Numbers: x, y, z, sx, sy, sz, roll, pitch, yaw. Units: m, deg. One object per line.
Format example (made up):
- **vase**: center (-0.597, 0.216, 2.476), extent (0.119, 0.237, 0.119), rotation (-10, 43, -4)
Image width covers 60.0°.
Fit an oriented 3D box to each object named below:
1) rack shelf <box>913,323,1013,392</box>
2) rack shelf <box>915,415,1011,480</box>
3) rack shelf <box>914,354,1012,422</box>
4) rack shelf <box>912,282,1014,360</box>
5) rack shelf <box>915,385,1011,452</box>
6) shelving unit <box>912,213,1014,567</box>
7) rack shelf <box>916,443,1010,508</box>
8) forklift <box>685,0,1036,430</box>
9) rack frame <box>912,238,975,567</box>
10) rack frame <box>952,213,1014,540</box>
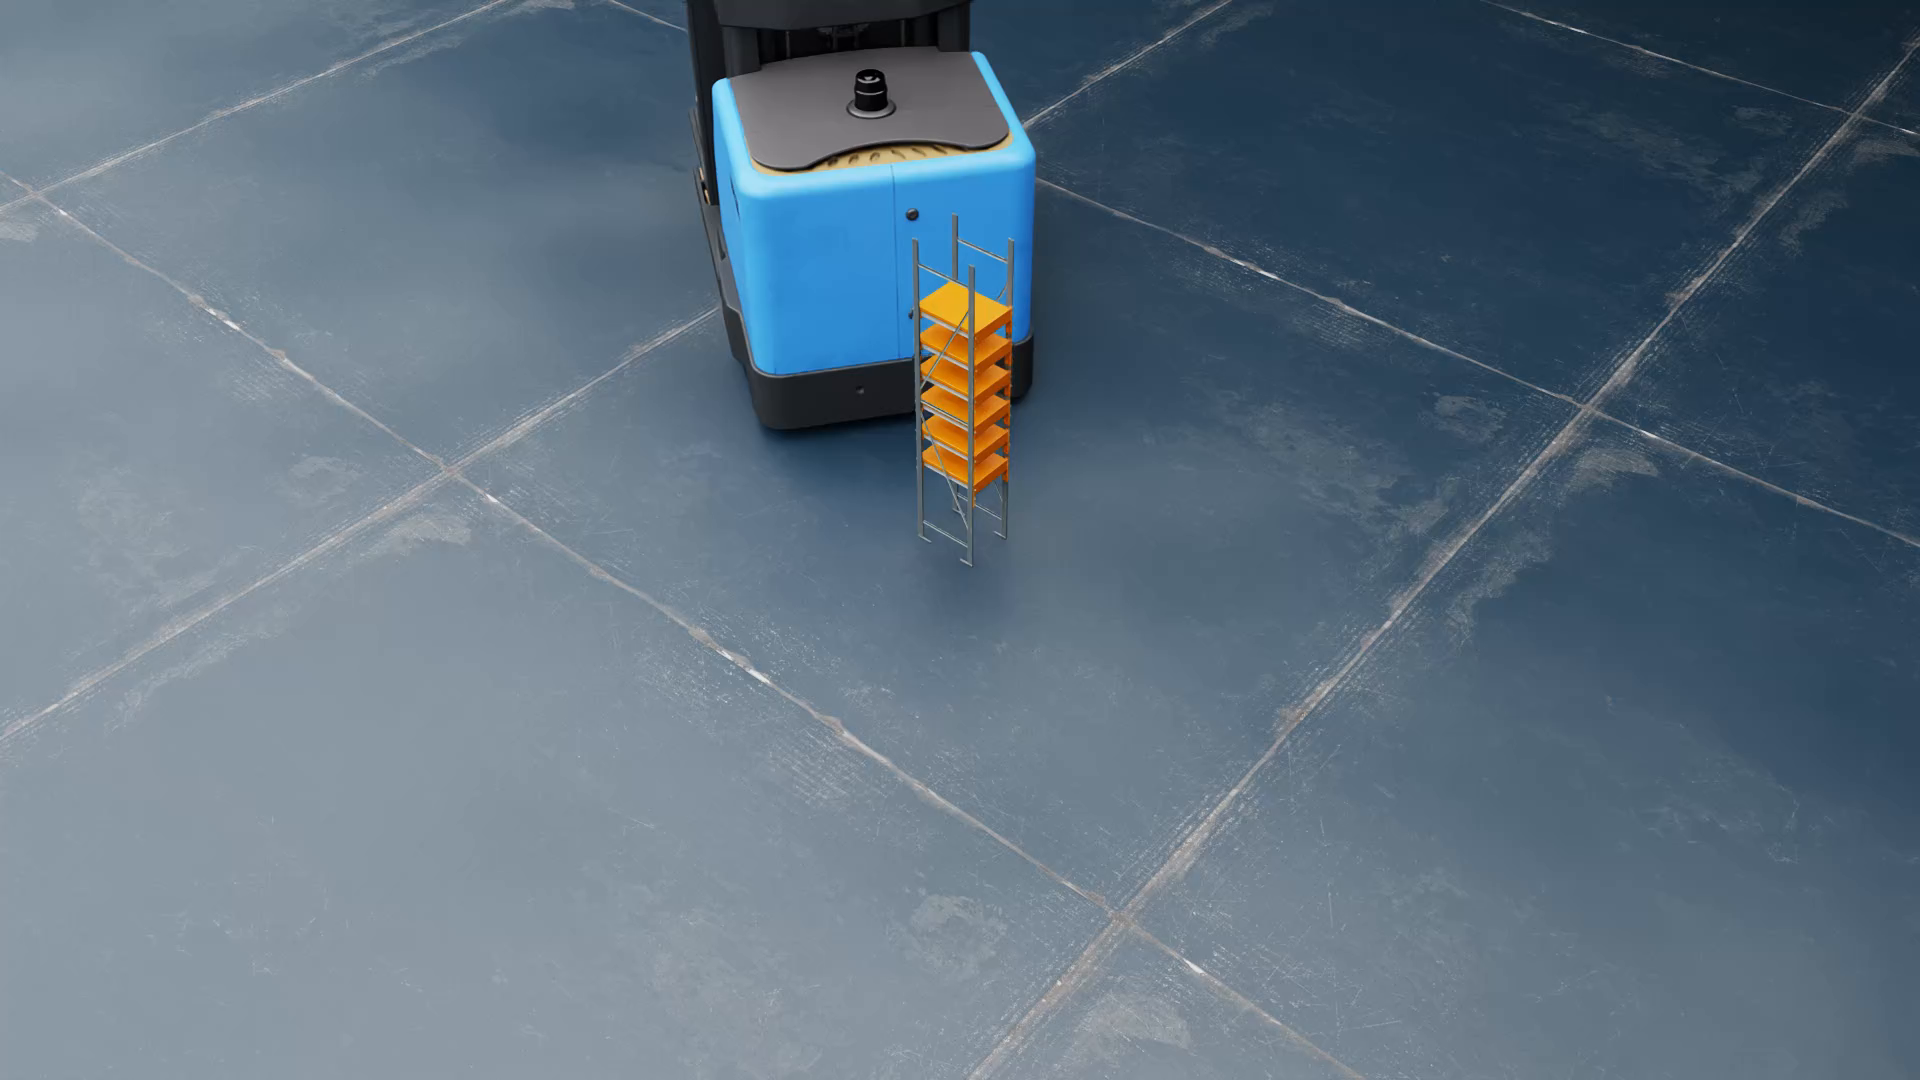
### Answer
- **rack shelf**: center (0.009, -0.596, 5.223), extent (0.258, 0.103, 0.180), rotation (29, 50, 28)
- **rack shelf**: center (0.009, -0.330, 5.465), extent (0.258, 0.103, 0.180), rotation (29, 50, 28)
- **rack shelf**: center (0.009, -0.507, 5.304), extent (0.258, 0.103, 0.180), rotation (29, 50, 28)
- **rack shelf**: center (0.009, -0.685, 5.142), extent (0.258, 0.103, 0.180), rotation (29, 50, 28)
- **rack shelf**: center (0.009, -0.419, 5.384), extent (0.258, 0.103, 0.180), rotation (29, 50, 28)
- **shelving unit**: center (0.009, -0.451, 5.355), extent (0.258, 1.200, 0.189), rotation (29, 50, 28)
- **rack shelf**: center (0.009, -0.241, 5.546), extent (0.258, 0.103, 0.180), rotation (29, 50, 28)
- **forklift**: center (-0.559, -2.491, 6.311), extent (1.130, 2.935, 3.031), rotation (-9, 43, -10)
- **rack frame**: center (-0.050, -0.404, 5.303), extent (0.240, 1.200, 0.006), rotation (29, 50, 28)
- **rack frame**: center (0.068, -0.498, 5.406), extent (0.240, 1.200, 0.006), rotation (29, 50, 28)
